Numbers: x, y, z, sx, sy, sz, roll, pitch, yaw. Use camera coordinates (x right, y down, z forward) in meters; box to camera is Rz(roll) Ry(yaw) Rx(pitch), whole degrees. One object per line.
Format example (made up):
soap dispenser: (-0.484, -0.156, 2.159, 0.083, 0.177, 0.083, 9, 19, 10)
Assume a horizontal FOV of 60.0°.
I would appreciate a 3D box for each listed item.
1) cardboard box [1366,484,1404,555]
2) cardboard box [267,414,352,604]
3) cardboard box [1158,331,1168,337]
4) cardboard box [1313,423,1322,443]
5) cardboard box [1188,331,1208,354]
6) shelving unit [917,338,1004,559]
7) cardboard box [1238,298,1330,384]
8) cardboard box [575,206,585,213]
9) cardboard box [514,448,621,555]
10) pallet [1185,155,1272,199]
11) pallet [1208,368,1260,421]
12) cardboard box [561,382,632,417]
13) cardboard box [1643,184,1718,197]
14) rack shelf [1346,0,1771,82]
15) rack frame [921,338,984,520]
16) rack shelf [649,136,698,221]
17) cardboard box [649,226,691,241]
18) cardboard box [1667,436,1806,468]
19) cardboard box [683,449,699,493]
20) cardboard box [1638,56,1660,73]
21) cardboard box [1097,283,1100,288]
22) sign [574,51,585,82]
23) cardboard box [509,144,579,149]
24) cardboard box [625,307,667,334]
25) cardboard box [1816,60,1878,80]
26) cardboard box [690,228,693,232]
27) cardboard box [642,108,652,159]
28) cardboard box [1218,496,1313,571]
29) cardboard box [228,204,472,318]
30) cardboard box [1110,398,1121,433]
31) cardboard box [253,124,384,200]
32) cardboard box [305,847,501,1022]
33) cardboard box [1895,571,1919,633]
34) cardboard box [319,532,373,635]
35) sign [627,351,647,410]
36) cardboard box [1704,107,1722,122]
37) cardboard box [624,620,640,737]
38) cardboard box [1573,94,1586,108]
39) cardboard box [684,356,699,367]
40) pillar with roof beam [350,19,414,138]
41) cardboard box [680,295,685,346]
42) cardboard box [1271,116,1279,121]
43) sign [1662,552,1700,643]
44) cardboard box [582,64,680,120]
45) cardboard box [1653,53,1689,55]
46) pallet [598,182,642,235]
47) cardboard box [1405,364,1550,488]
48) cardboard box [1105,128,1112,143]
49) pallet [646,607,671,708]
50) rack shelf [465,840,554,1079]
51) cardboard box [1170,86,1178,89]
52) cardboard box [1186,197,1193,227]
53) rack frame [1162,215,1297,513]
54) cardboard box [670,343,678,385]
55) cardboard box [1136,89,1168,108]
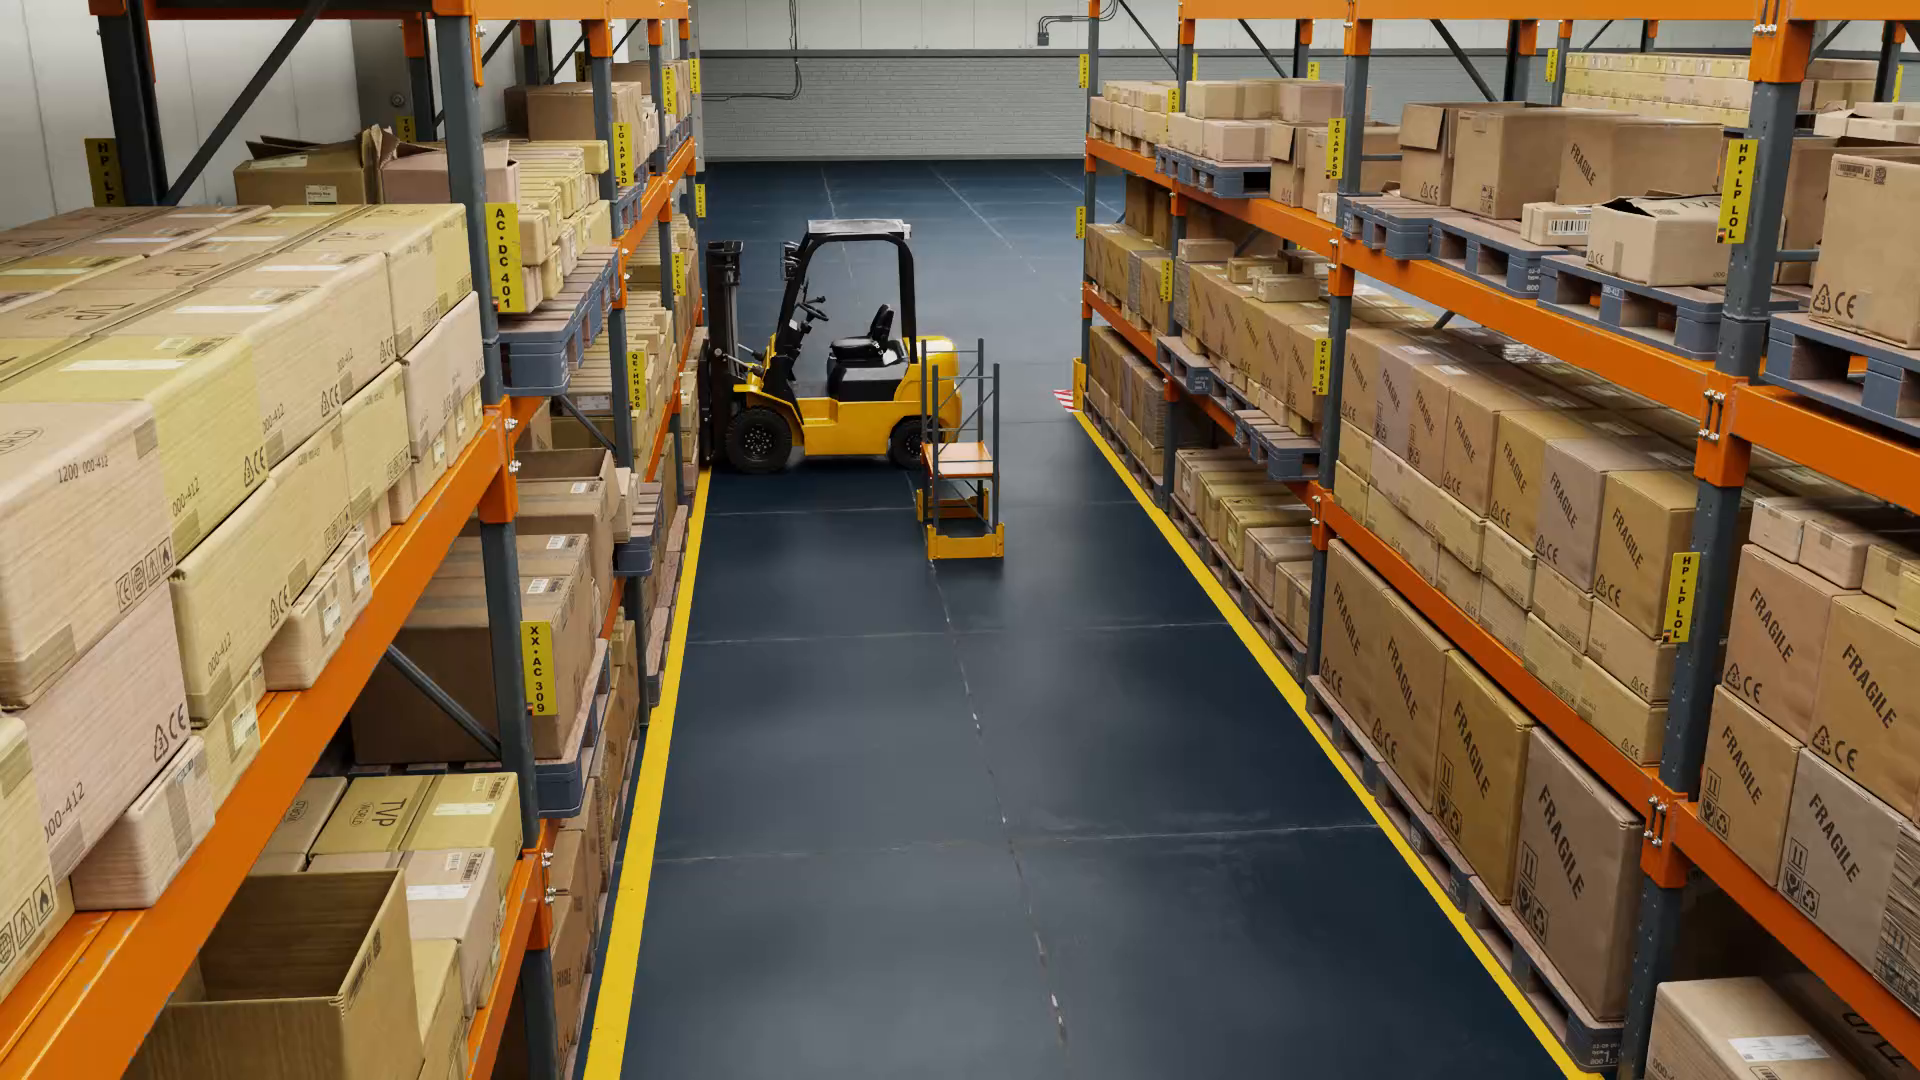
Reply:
cardboard box: (2.486, -0.120, 8.800, 0.500, 0.250, 0.500, -2, 18, -7)
cardboard box: (-1.460, -0.058, 3.101, 0.500, 0.250, 0.500, -2, 18, -7)
cardboard box: (1.866, -1.655, 13.861, 0.380, 0.149, 0.250, -2, 18, -6)
cardboard box: (2.347, -0.668, 10.015, 0.380, 0.149, 0.250, -1, 17, -4)
cardboard box: (1.962, -1.520, 12.730, 0.380, 0.149, 0.250, -1, 17, -5)
shelving unit: (-0.008, -0.738, 13.025, 0.587, 1.500, 1.083, -2, 18, -6)
cardboard box: (2.174, -1.318, 11.003, 0.500, 0.500, 0.500, -3, 18, -9)
cardboard box: (-1.729, -1.269, 6.754, 0.380, 0.149, 0.250, -1, 17, -4)
cardboard box: (-1.970, -0.112, 7.651, 0.797, 0.503, 0.637, -2, 18, -7)
pallet: (2.270, -2.534, 11.547, 1.213, 0.211, 1.003, -2, 18, -6)
pallet: (2.370, -0.994, 11.656, 1.003, 0.211, 1.213, -2, 18, -6)
cardboard box: (-2.062, -0.804, 9.480, 0.380, 0.149, 0.250, -1, 17, -4)
cardboard box: (3.187, -1.428, 7.233, 0.396, 0.266, 0.258, 0, 17, -1)
rack shelf: (2.821, -2.229, 7.124, 1.077, 0.370, 4.000, -2, 18, -6)
rack frame: (-0.061, -0.892, 13.516, 0.500, 1.500, 0.032, -2, 18, -6)
rack shelf: (-2.941, -3.218, 14.613, 1.077, 0.370, 4.000, -2, 18, -6)
cardboard box: (-2.701, -2.825, 15.420, 0.380, 0.149, 0.250, -1, 17, -4)
cardboard box: (3.188, -0.121, 6.718, 0.500, 0.500, 0.500, -2, 18, -6)
cardboard box: (-2.455, -0.577, 13.897, 0.500, 0.250, 0.500, -2, 18, -5)
cardboard box: (6.577, -4.439, 15.521, 0.380, 0.149, 0.250, -2, 17, -5)
cardboard box: (1.619, -2.653, 17.040, 0.380, 0.149, 0.250, -2, 18, -5)
sign: (-3.700, -4.597, 16.212, 0.100, 0.325, 0.005, -2, 18, -6)
cardboard box: (-2.070, -1.859, 8.172, 0.380, 0.149, 0.250, -2, 18, -8)
cardboard box: (-2.302, -1.572, 11.925, 0.380, 0.149, 0.250, -2, 18, -7)
cardboard box: (7.416, -3.931, 13.902, 0.380, 0.149, 0.250, -2, 18, -5)
cardboard box: (-2.833, -2.989, 16.439, 0.380, 0.149, 0.250, -2, 17, -5)
cardboard box: (-2.338, -2.734, 11.151, 0.500, 0.311, 0.500, -2, 18, -8)
cardboard box: (2.410, -0.058, 12.040, 0.950, 0.372, 0.625, -1, 17, -4)
cardboard box: (-1.618, -0.748, 4.463, 0.500, 0.250, 0.500, -2, 18, -5)
cardboard box: (1.712, -1.206, 15.899, 0.500, 0.250, 0.500, -1, 17, -2)
cardboard box: (-2.069, -1.217, 5.400, 0.396, 0.266, 0.258, -2, 18, -6)
cardboard box: (-1.548, 1.072, 4.509, 0.500, 0.250, 0.500, -2, 18, -5)
cardboard box: (2.877, 0.189, 4.648, 0.380, 0.149, 0.250, -2, 18, -6)
cardboard box: (-1.390, 0.094, 3.283, 0.380, 0.149, 0.250, -1, 17, -5)
sign: (-1.783, -0.877, 9.161, 0.100, 0.325, 0.005, -2, 18, -6)
cardboard box: (6.705, -3.682, 14.441, 0.380, 0.149, 0.250, -2, 17, -5)
cardboard box: (-2.065, 0.769, 9.192, 0.500, 0.500, 0.500, -1, 17, -4)
cardboard box: (6.446, -4.435, 16.839, 0.380, 0.149, 0.250, -2, 18, -5)
cardboard box: (-2.624, -1.511, 15.202, 0.500, 0.250, 0.500, -2, 18, -7)
pillar with roof beam: (0.929, -3.698, 9.934, 9.100, 9.000, 0.400, -2, 18, -6)
cardboard box: (-2.591, -1.877, 13.981, 0.500, 0.500, 0.500, -1, 17, -5)
cardboard box: (2.454, -2.928, 12.038, 0.500, 0.250, 0.500, -2, 17, -5)
sign: (2.489, 0.200, 5.732, 0.100, 0.325, 0.005, -2, 18, -6)
cardboard box: (-2.831, -3.847, 14.373, 0.797, 0.503, 0.637, -1, 17, -4)
cardboard box: (7.126, -4.763, 16.552, 0.380, 0.149, 0.250, -1, 17, -5)
pallet: (-2.481, -1.883, 9.475, 1.213, 0.211, 1.003, -1, 17, -3)
cardboard box: (2.521, -0.565, 8.134, 0.500, 0.500, 0.500, -1, 17, -4)
cardboard box: (1.610, -3.928, 16.091, 0.380, 0.149, 0.250, -1, 17, -4)
pallet: (-2.368, 0.741, 10.463, 1.003, 0.211, 1.213, -2, 18, -6)
rack shelf: (-1.703, 1.788, 3.674, 1.077, 0.370, 4.000, -2, 18, -6)
cardboard box: (2.145, -4.098, 15.303, 0.380, 0.149, 0.250, -2, 18, -7)
cardboard box: (2.317, -2.797, 14.744, 0.700, 0.500, 0.500, -2, 18, -7)
rack frame: (2.202, -1.689, 13.549, 1.000, 3.000, 0.127, -2, 18, -6)
cardboard box: (-2.422, -1.321, 12.627, 0.500, 0.250, 0.500, -1, 17, -4)
cardboard box: (1.752, -3.853, 14.522, 0.380, 0.149, 0.250, -2, 17, -5)
